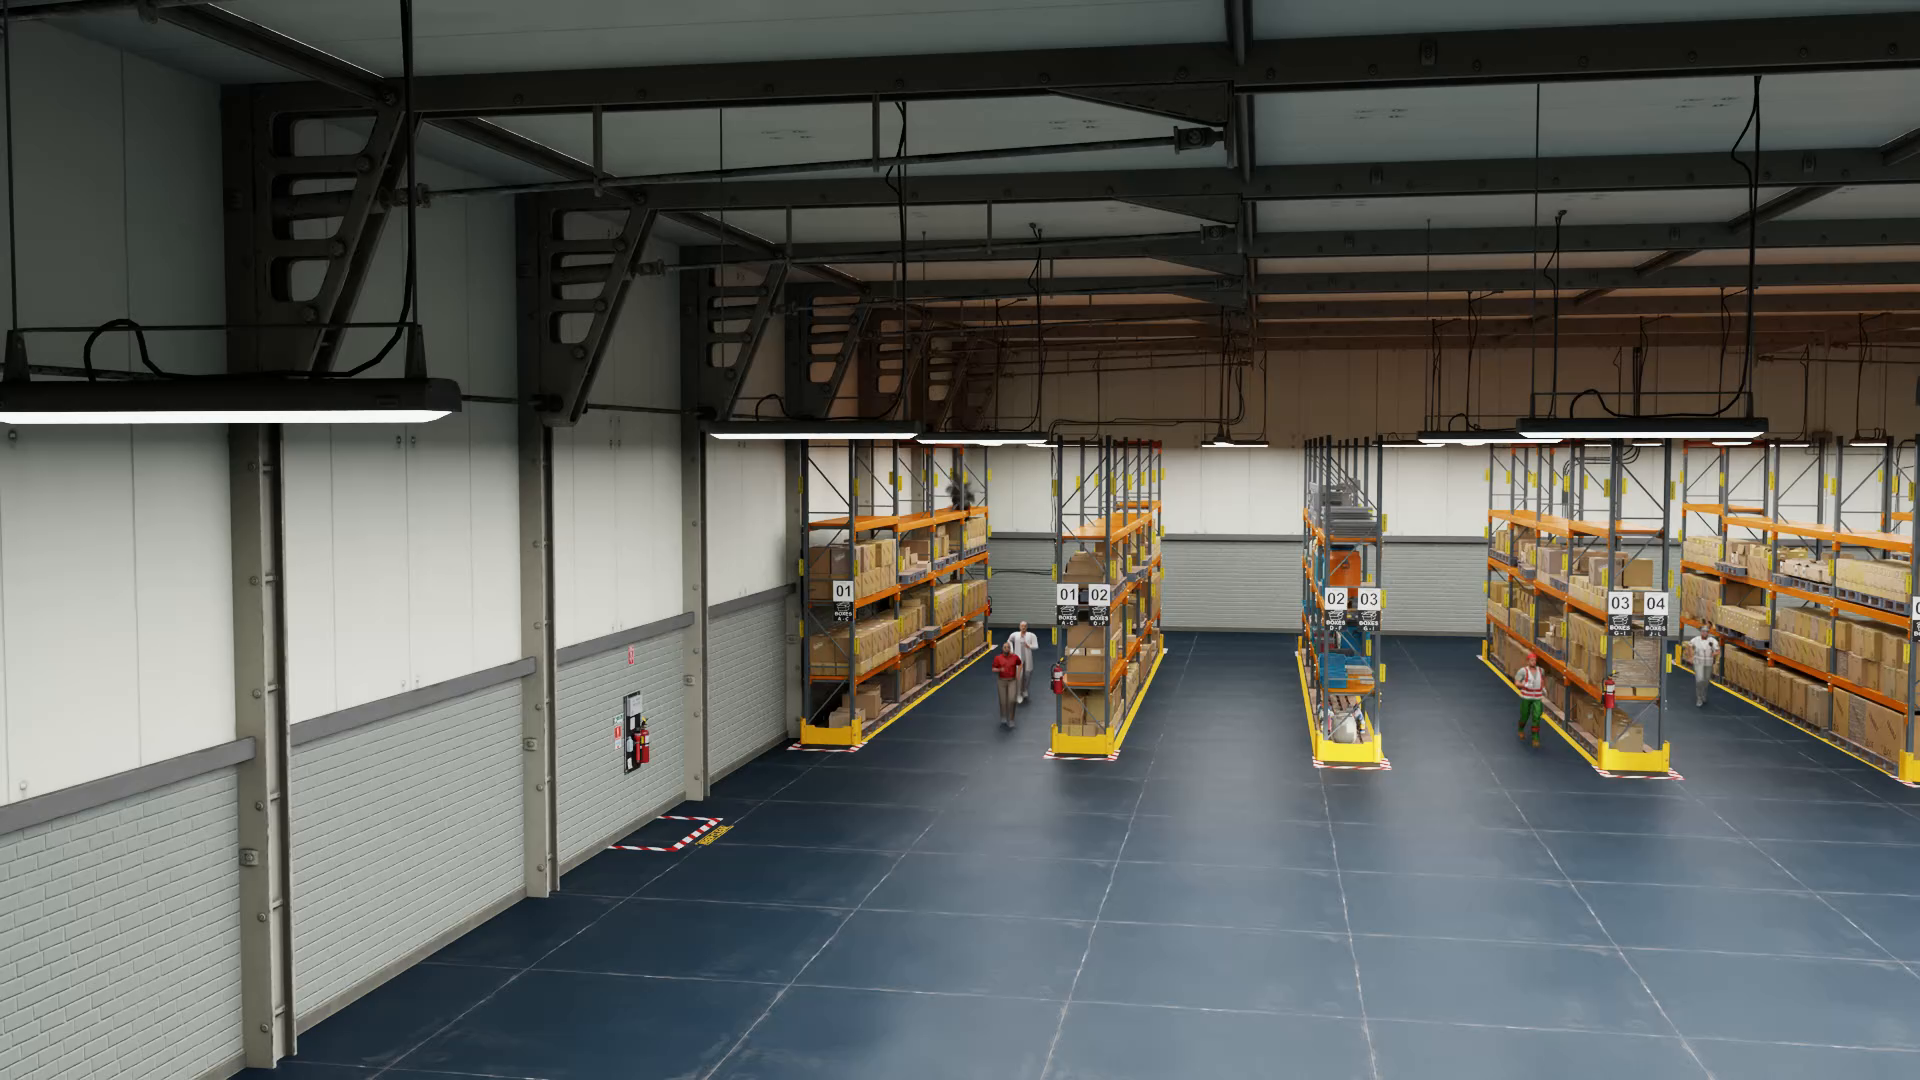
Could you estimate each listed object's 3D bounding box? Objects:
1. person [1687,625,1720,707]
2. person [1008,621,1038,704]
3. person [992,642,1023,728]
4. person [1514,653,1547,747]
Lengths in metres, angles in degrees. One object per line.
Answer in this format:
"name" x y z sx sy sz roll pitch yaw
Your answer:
"person" 16.750 2.823 37.429 0.645 1.842 0.816 1 3 13
"person" 1.439 2.767 37.968 0.678 1.831 0.919 0 3 -2
"person" 0.977 3.012 34.417 0.640 1.781 0.727 0 3 1
"person" 11.029 3.056 32.138 0.664 1.772 0.999 0 3 3
